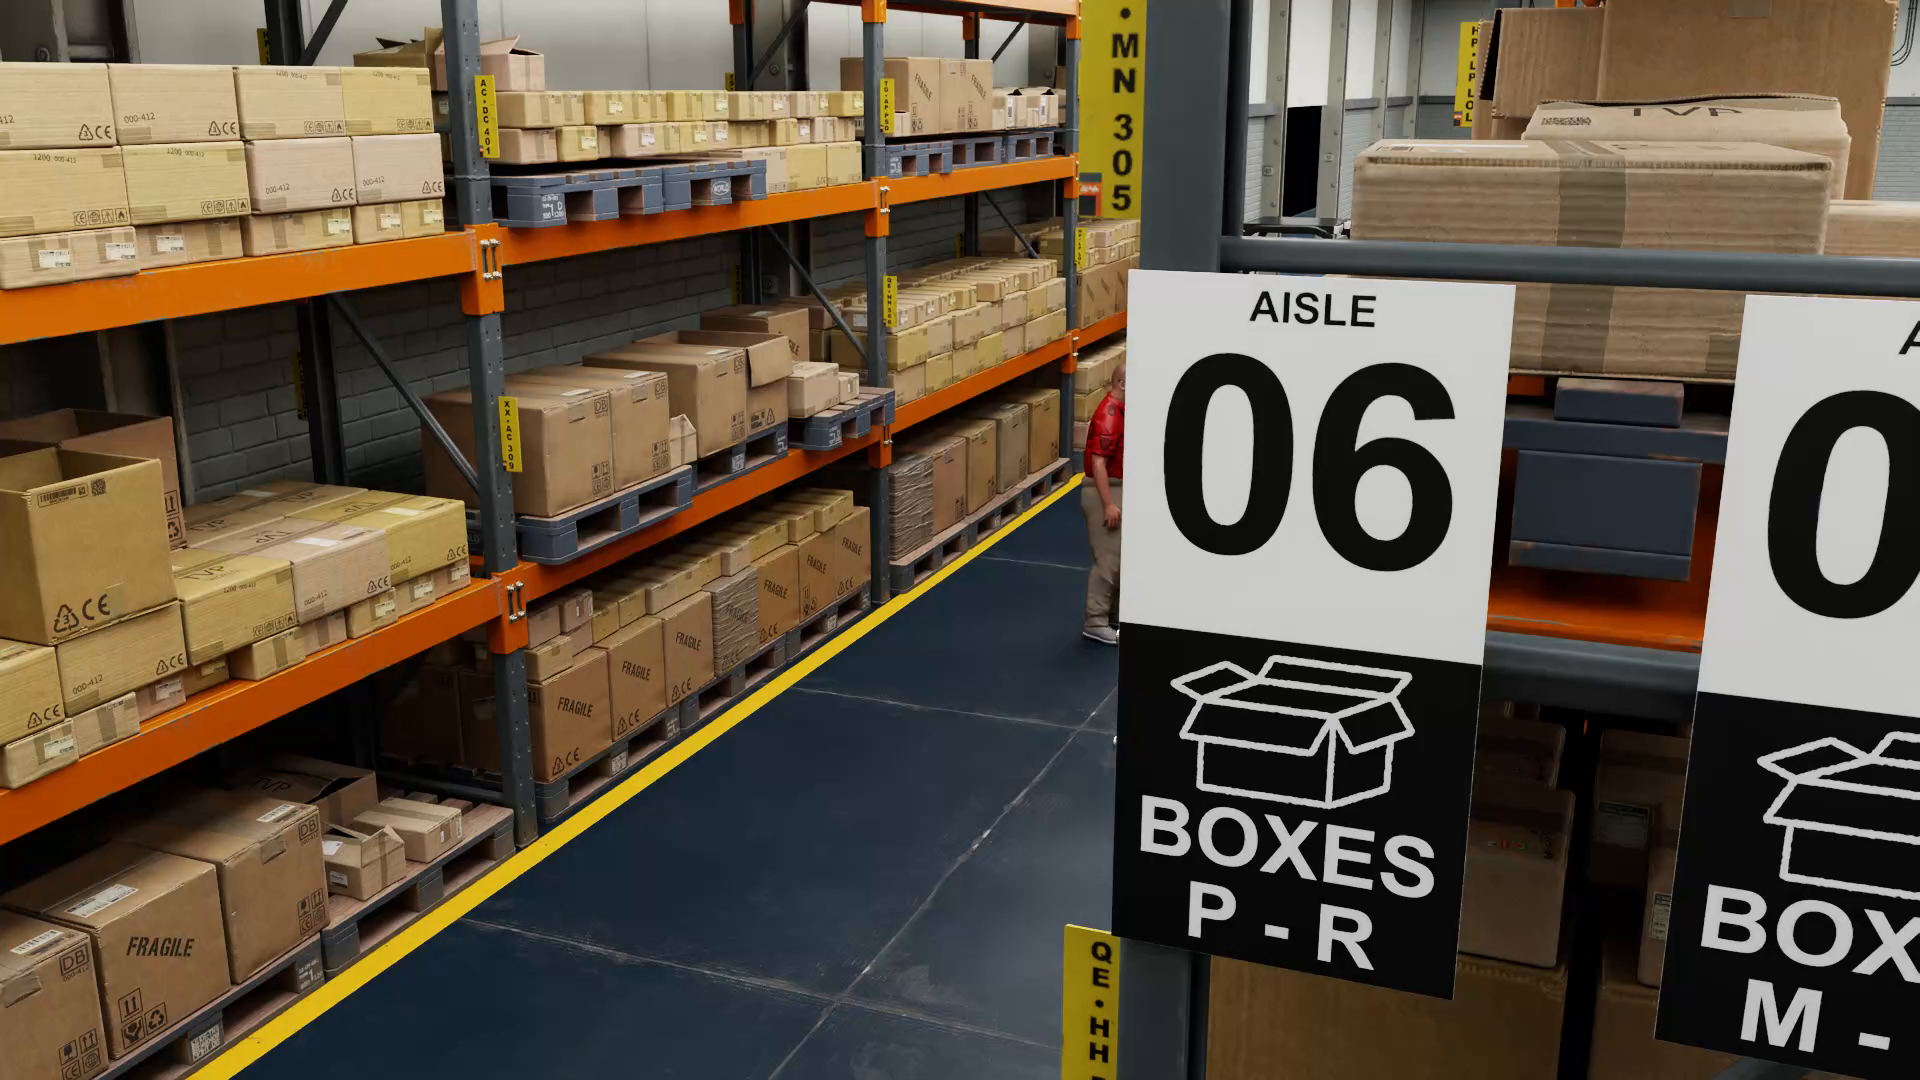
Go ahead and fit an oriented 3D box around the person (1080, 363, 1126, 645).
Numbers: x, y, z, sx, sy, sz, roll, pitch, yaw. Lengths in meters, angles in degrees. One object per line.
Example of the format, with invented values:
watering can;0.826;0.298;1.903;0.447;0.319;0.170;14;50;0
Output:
person;0.968;-0.253;10.470;0.385;1.728;0.605;5;16;18
